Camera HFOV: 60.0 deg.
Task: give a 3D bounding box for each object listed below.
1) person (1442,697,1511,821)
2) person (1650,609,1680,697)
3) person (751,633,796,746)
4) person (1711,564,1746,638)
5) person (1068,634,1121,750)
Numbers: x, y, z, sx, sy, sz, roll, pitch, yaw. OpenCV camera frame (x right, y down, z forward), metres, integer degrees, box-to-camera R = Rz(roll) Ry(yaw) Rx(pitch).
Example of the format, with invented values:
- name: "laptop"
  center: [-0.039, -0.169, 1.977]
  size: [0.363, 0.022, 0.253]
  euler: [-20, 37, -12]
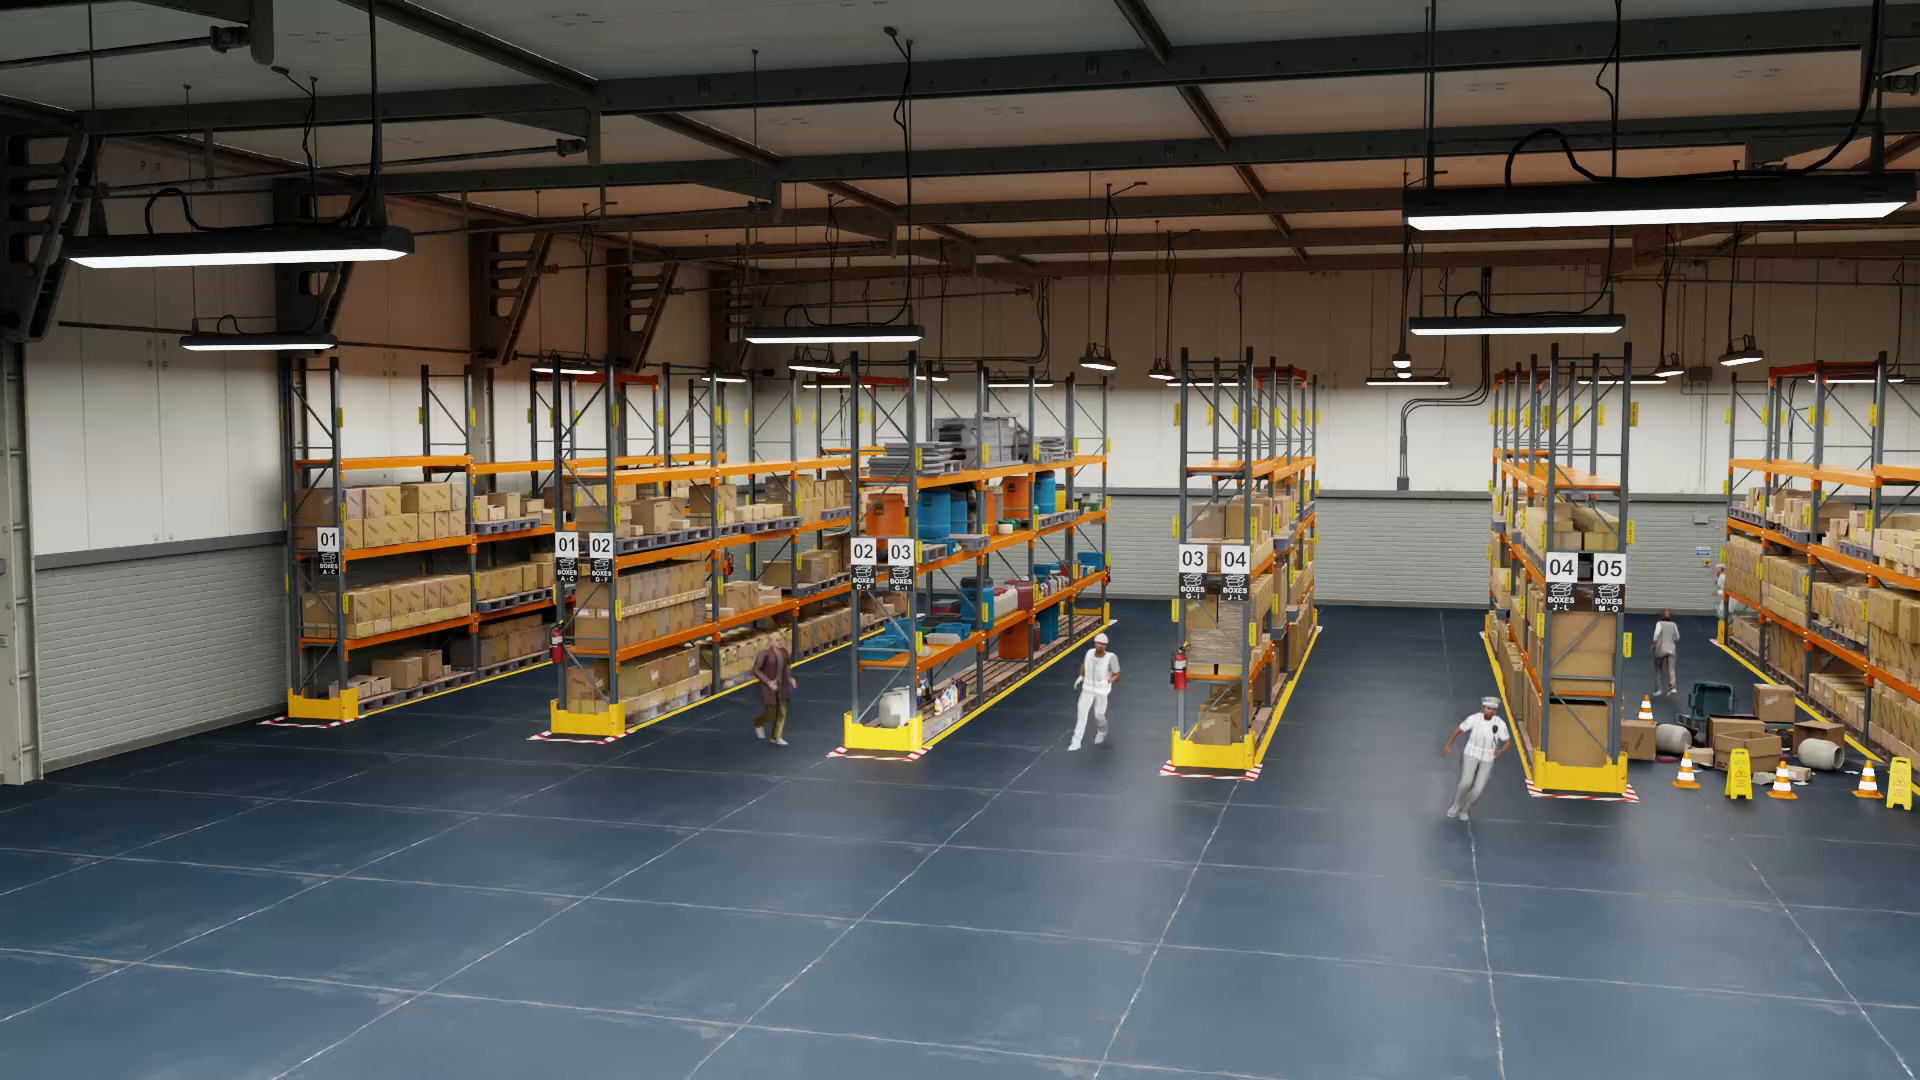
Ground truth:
- name: "person"
  center: [6.419, 2.724, 20.577]
  size: [0.763, 1.605, 0.630]
  euler: [0, 4, 3]
- name: "person"
  center: [12.570, 2.028, 29.591]
  size: [0.545, 1.571, 0.924]
  euler: [1, 4, 7]
- name: "person"
  center: [-2.931, 2.268, 25.581]
  size: [0.713, 1.731, 0.814]
  euler: [-3, 5, -39]
- name: "person"
  center: [17.425, 1.402, 37.693]
  size: [0.792, 1.711, 0.708]
  euler: [1, 4, 12]
- name: "person"
  center: [2.049, 2.256, 24.923]
  size: [0.737, 1.716, 1.038]
  euler: [2, 5, 25]
